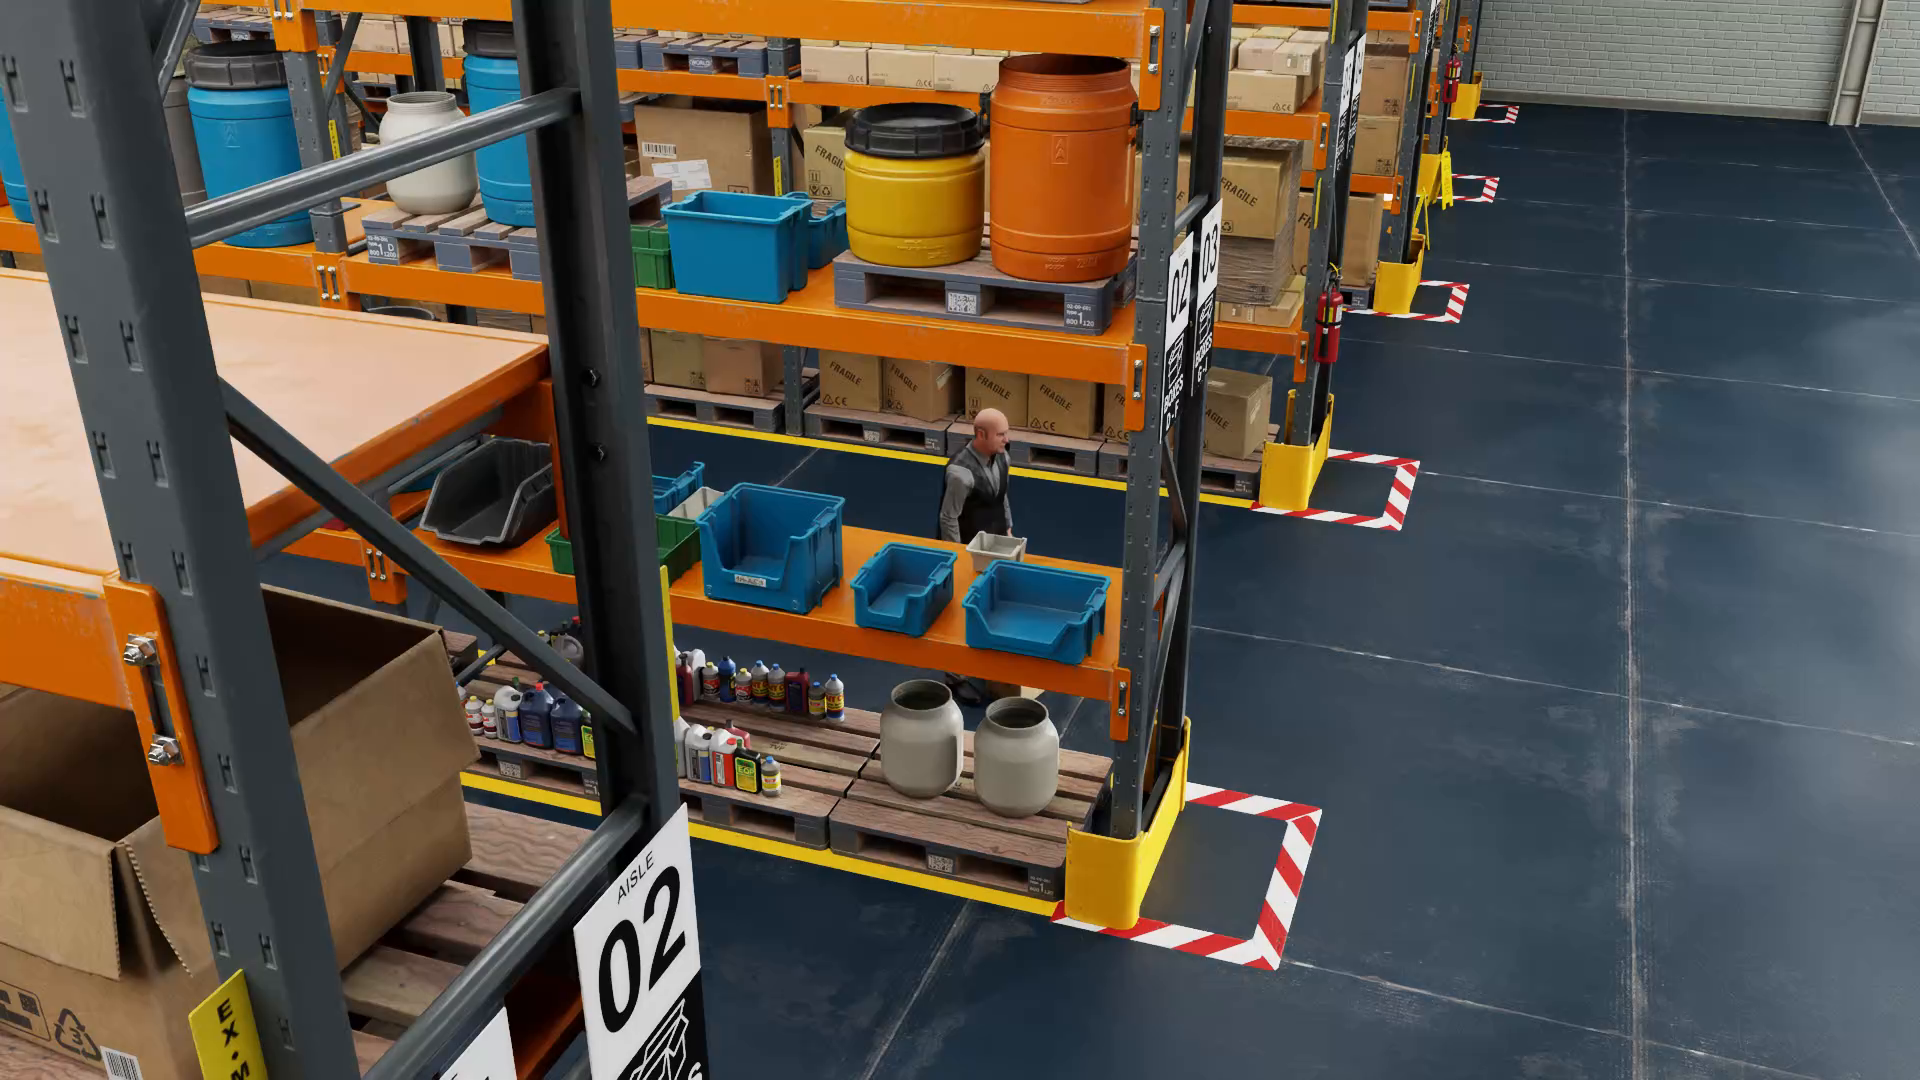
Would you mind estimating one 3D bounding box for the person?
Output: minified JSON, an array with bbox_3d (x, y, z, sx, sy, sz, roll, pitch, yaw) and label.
[{"bbox_3d":[0.113,0.057,9.479,0.473,1.720,0.582,17,31,32],"label":"person"}]
